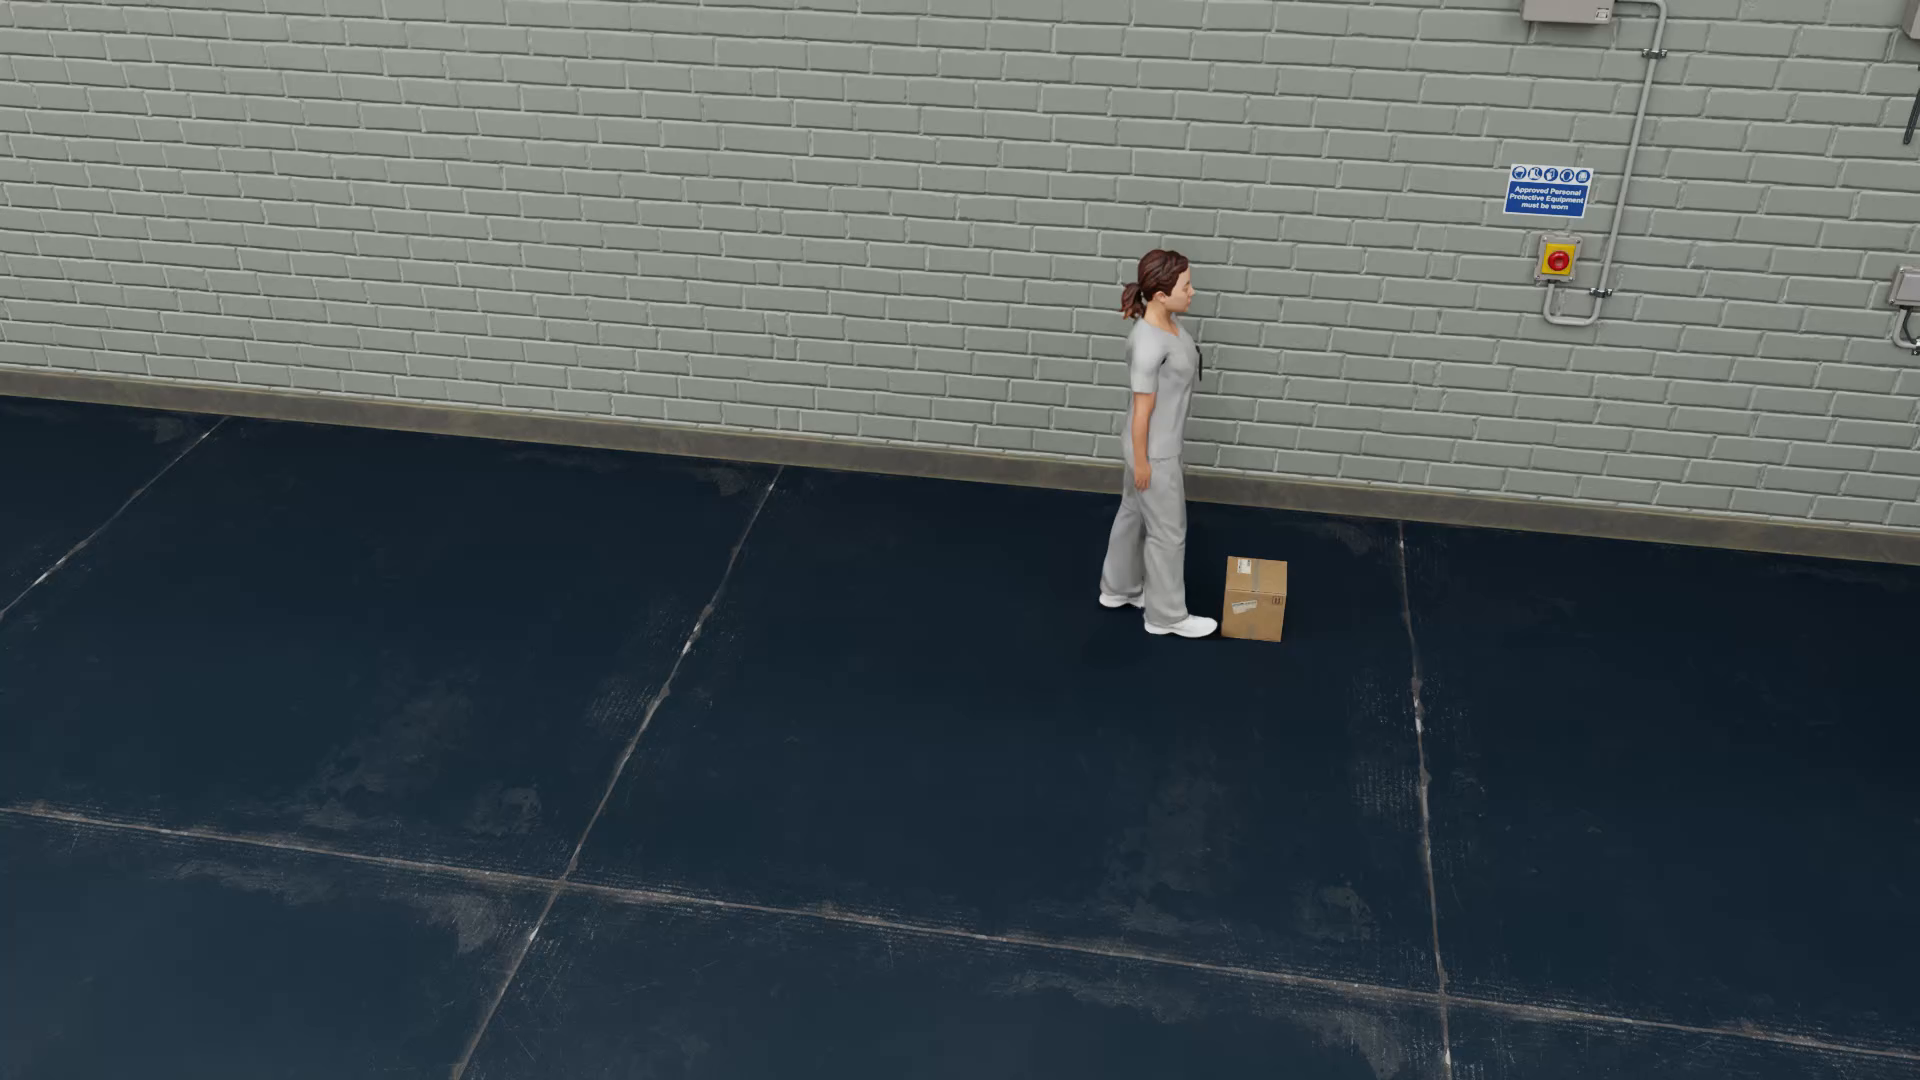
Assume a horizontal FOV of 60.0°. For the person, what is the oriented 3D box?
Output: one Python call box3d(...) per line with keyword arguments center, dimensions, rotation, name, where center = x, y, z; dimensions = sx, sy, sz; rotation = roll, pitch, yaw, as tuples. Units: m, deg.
box3d(center=(0.854, -0.386, 6.747), dimensions=(0.520, 1.670, 0.442), rotation=(6, 33, 9), name="person")
